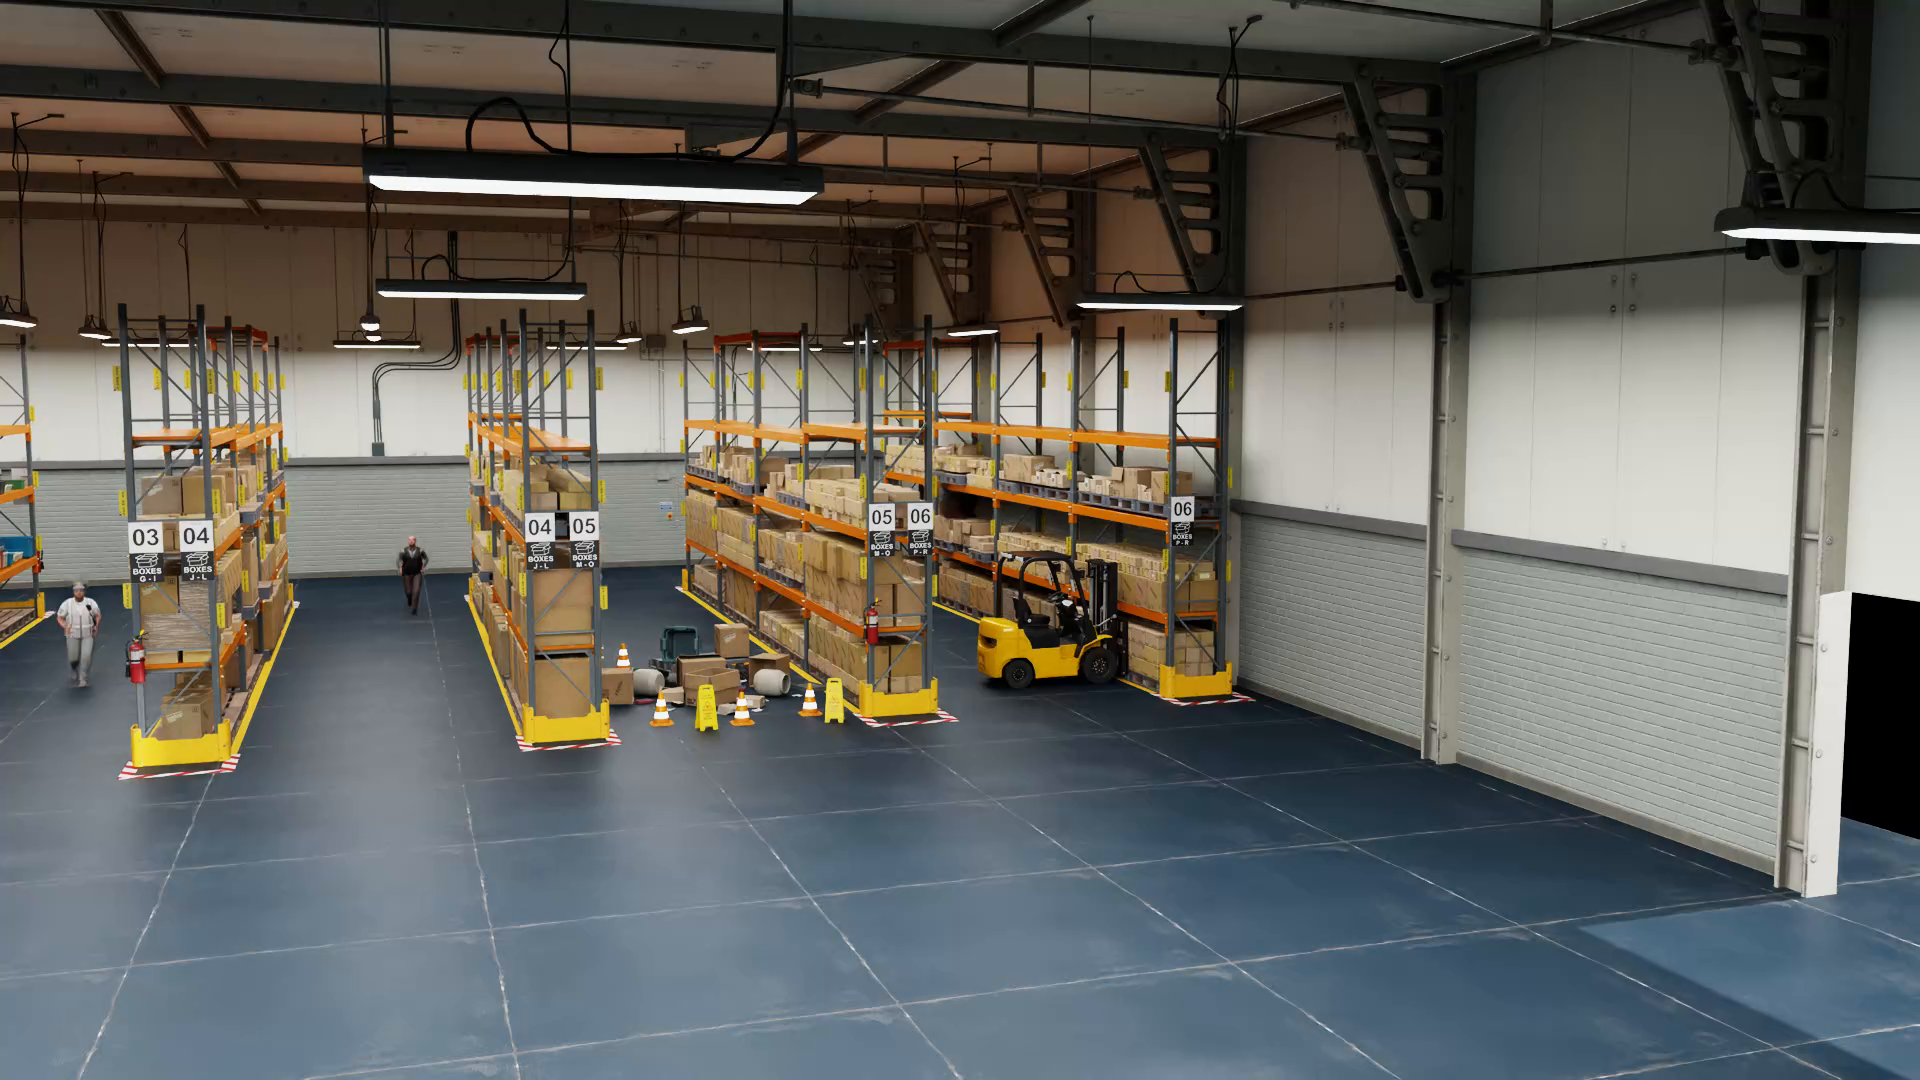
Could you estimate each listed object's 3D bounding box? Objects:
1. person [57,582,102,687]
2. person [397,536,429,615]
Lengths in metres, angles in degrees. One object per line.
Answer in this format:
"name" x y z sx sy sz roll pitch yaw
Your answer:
"person" -14.478 1.543 27.376 0.649 1.731 0.595 -3 6 -31
"person" -11.850 0.753 36.029 0.665 1.692 0.679 -1 6 -15
